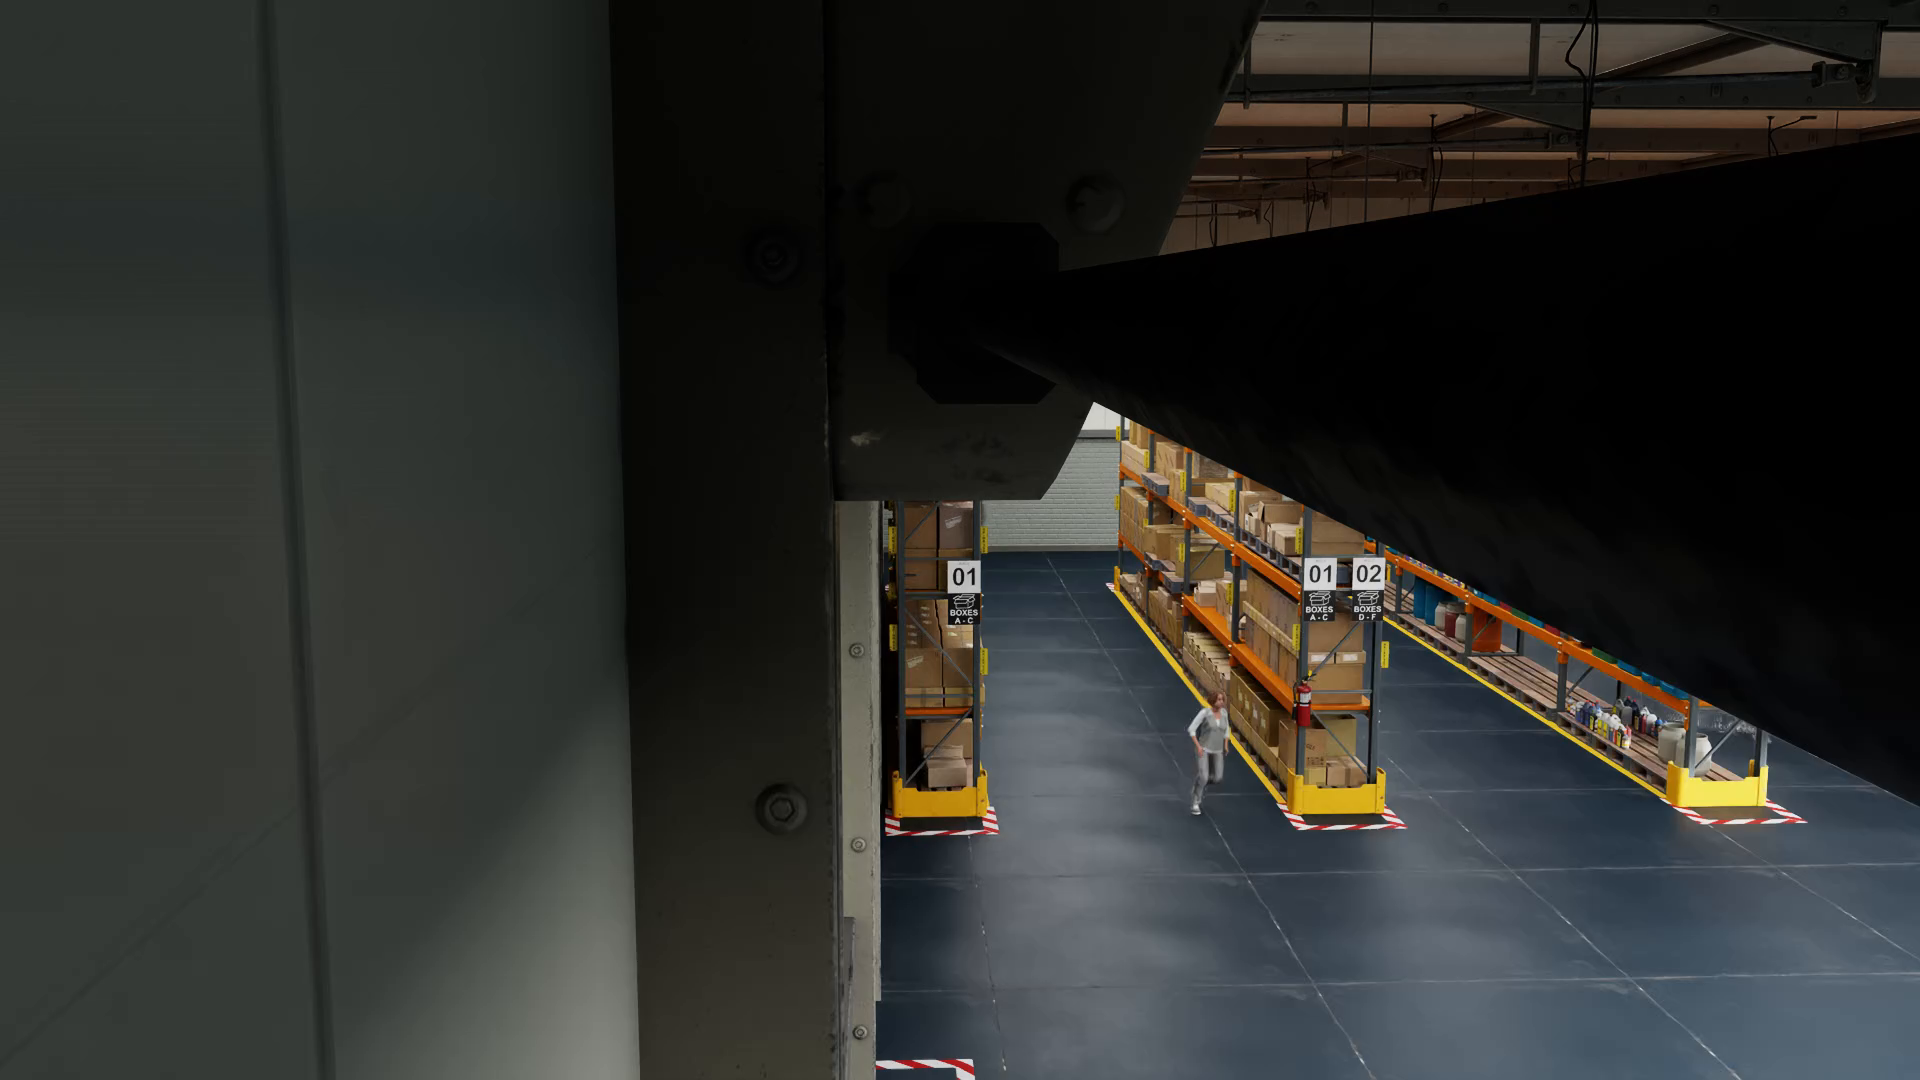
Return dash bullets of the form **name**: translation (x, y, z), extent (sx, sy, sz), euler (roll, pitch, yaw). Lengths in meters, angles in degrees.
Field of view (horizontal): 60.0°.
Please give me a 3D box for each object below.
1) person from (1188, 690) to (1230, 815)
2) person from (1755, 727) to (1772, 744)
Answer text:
- **person**: translation (3.106, 2.666, 20.679), extent (0.589, 1.450, 0.498), euler (-3, 9, -18)
- **person**: translation (11.710, 2.145, 23.916), extent (0.655, 1.583, 0.541), euler (1, 8, 4)
